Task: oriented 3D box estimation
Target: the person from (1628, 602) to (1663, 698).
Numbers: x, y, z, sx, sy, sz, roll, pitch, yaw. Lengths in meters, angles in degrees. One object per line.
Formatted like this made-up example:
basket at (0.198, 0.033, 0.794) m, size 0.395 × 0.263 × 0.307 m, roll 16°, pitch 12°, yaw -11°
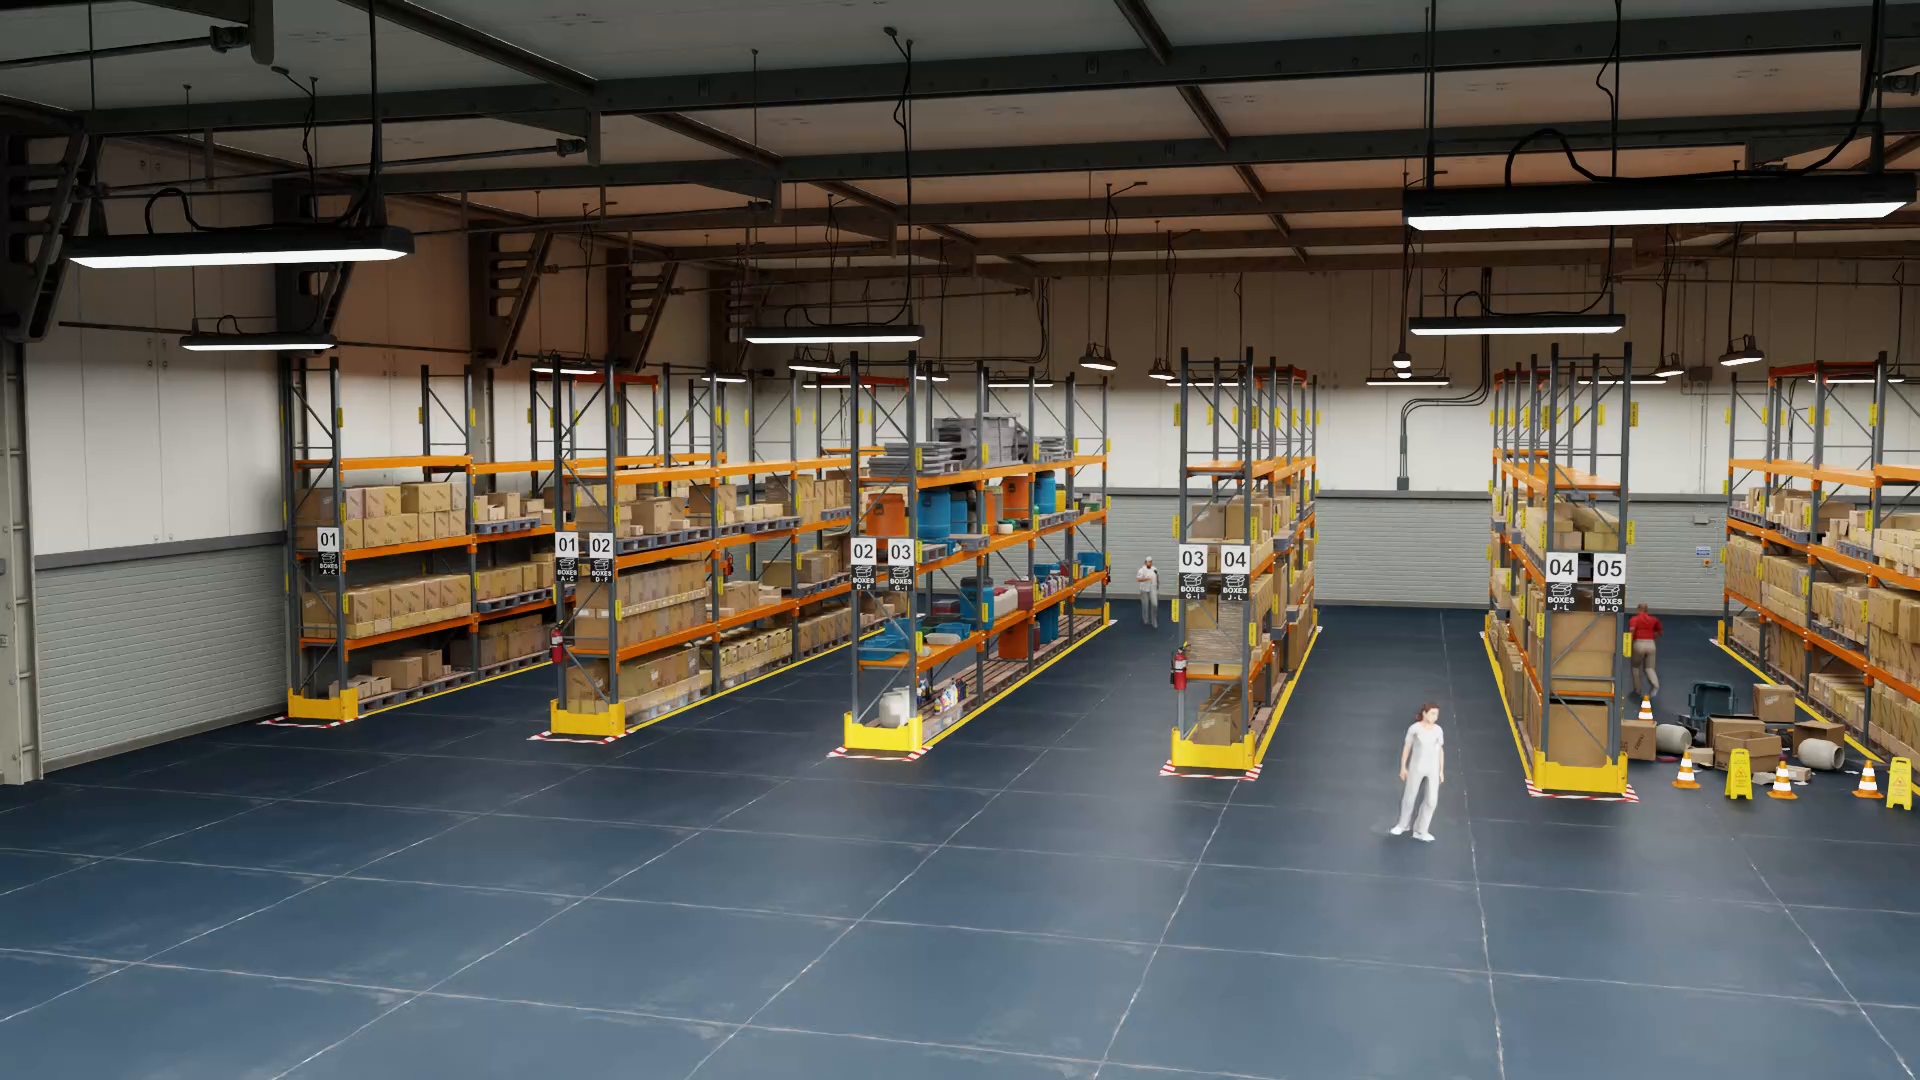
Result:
person at (12.285, 1.982, 29.785) m, size 0.652 × 1.693 × 0.890 m, roll 0°, pitch 4°, yaw 4°

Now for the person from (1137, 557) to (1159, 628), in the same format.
person at (4.514, 1.254, 39.950) m, size 0.589 × 1.722 × 0.744 m, roll -1°, pitch 4°, yaw -7°

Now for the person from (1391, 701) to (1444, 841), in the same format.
person at (5.431, 2.727, 19.729) m, size 0.580 × 1.655 × 0.455 m, roll -1°, pitch 4°, yaw -8°
